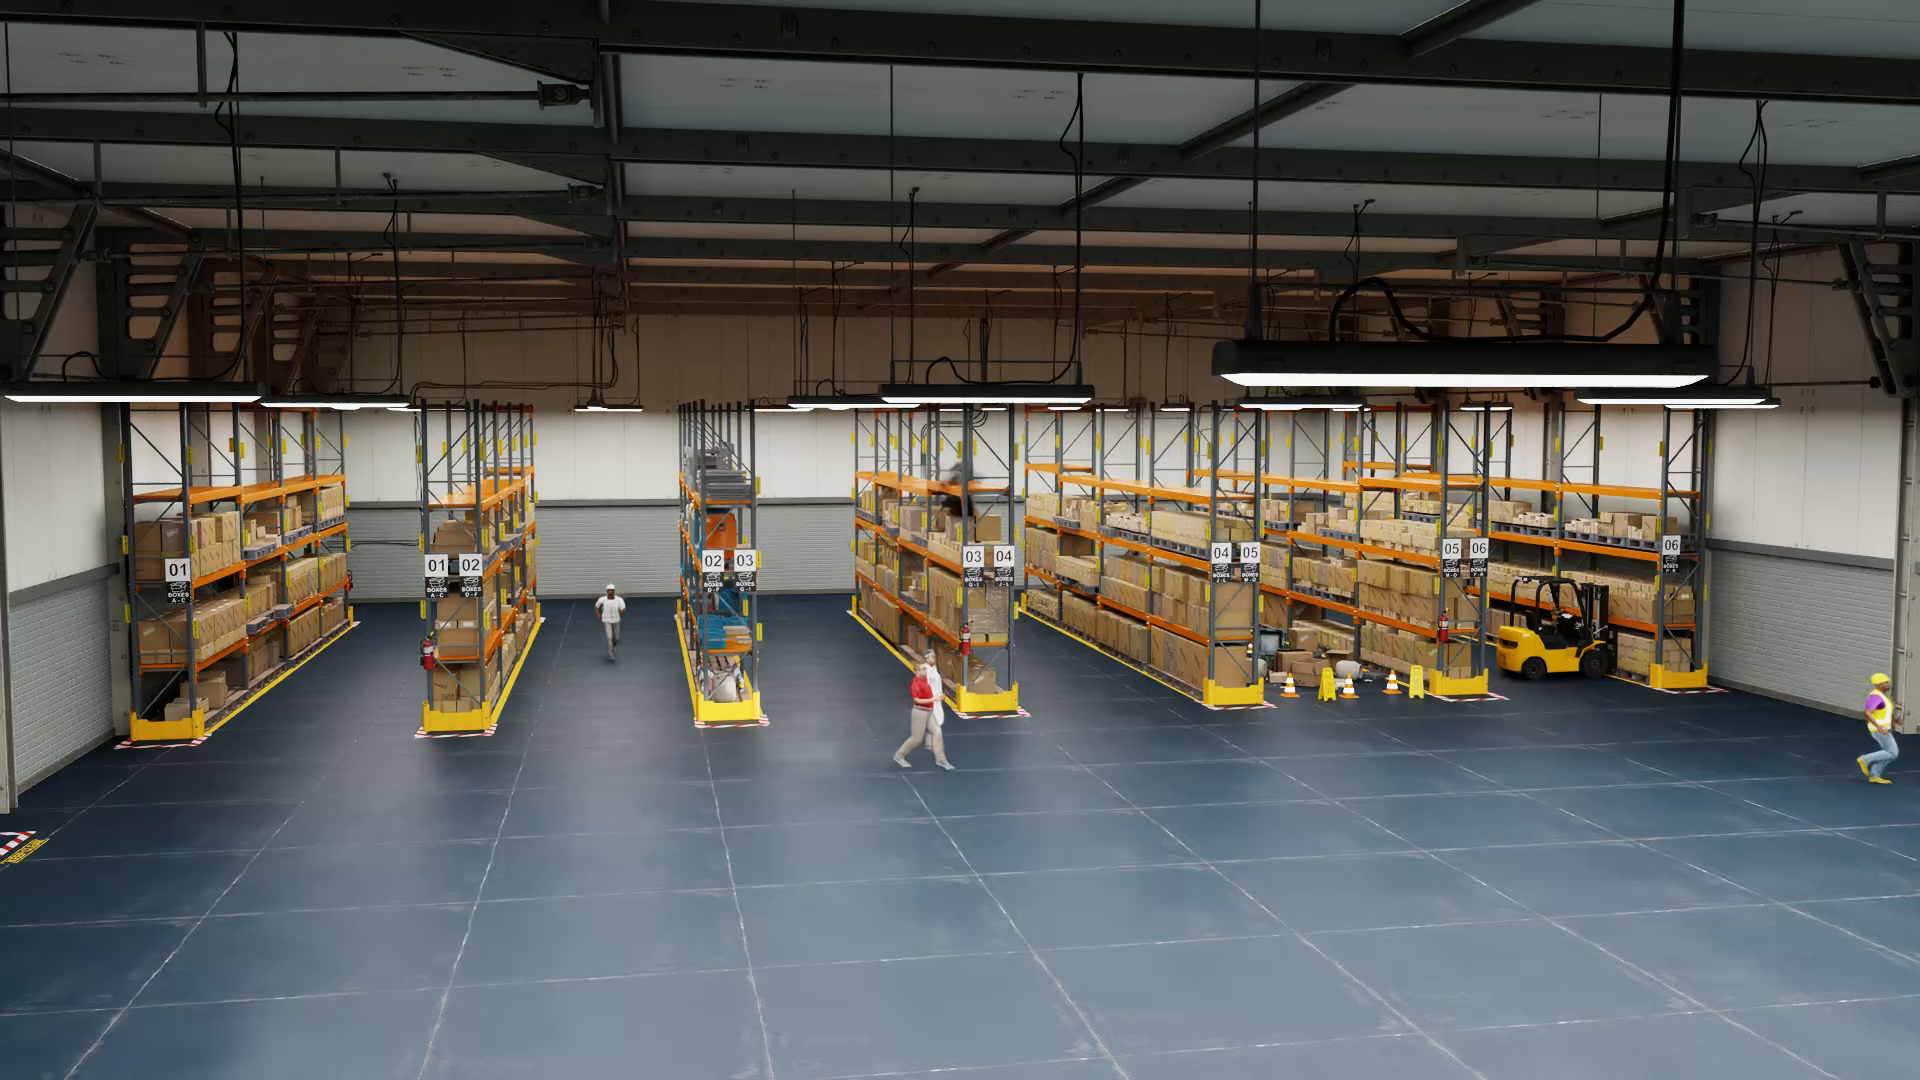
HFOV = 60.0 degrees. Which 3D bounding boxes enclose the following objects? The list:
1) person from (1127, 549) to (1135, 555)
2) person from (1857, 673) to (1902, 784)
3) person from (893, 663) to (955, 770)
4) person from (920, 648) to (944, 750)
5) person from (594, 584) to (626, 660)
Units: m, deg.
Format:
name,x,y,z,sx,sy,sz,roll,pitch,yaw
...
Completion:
name,x,y,z,sx,sy,sz,roll,pitch,yaw
person,5.281,1.068,50.535,0.881,1.739,0.624,-1,4,-9
person,14.260,2.922,25.769,0.584,1.717,0.703,3,5,33
person,-0.583,2.841,26.782,0.977,1.740,0.669,1,4,17
person,-0.571,2.704,28.444,0.632,1.728,0.710,2,5,23
person,-8.175,1.910,38.953,0.714,1.745,0.907,-2,5,-20
